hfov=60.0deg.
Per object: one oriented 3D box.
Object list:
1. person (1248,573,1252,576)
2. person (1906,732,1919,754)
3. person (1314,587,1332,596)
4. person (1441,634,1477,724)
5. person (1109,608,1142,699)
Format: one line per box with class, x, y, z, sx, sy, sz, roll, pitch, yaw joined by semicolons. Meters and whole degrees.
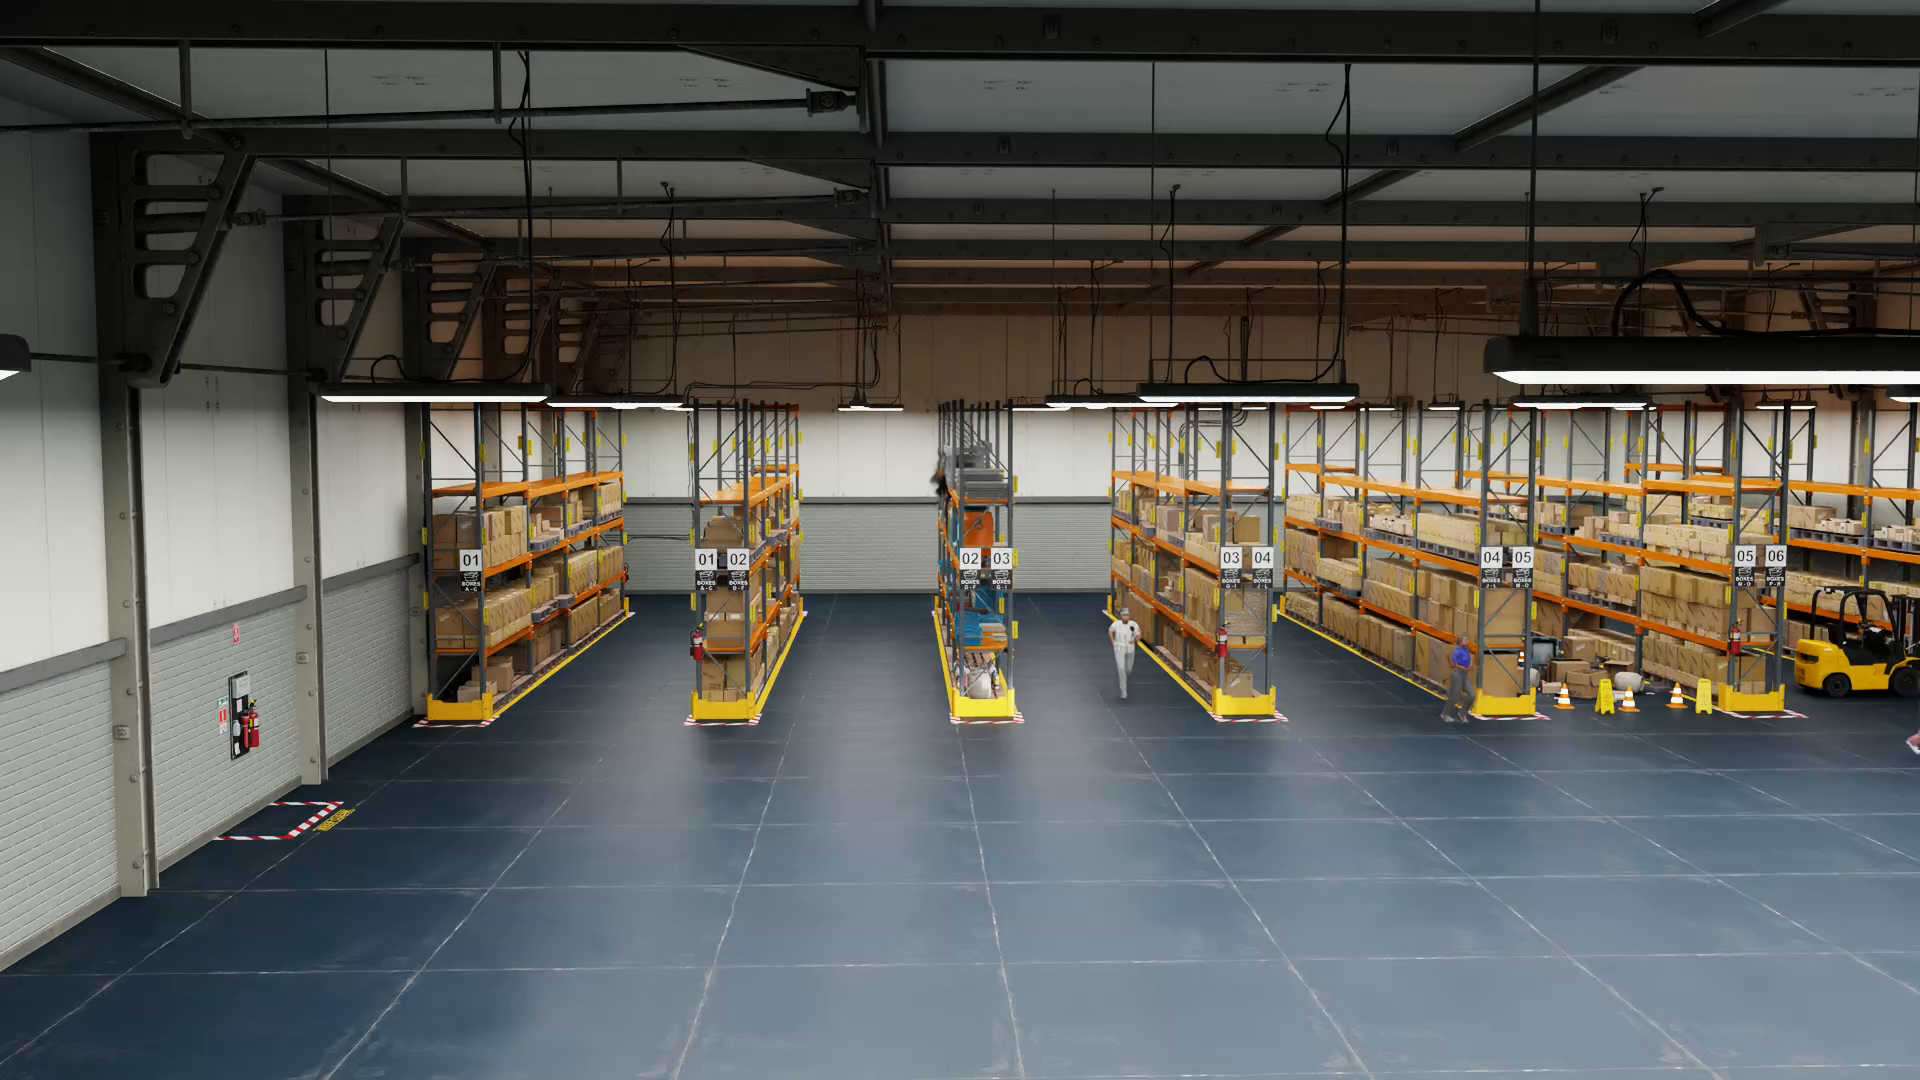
person;8.055;1.424;44.984;0.708;1.759;0.787;0;4;1
person;16.010;2.836;27.270;0.608;1.708;0.923;-3;5;-34
person;10.635;1.217;48.990;0.819;1.608;0.658;4;6;44
person;9.269;2.607;30.737;0.593;1.675;0.718;-4;6;-42
person;3.372;2.274;33.929;0.600;1.816;1.120;-1;4;-8
